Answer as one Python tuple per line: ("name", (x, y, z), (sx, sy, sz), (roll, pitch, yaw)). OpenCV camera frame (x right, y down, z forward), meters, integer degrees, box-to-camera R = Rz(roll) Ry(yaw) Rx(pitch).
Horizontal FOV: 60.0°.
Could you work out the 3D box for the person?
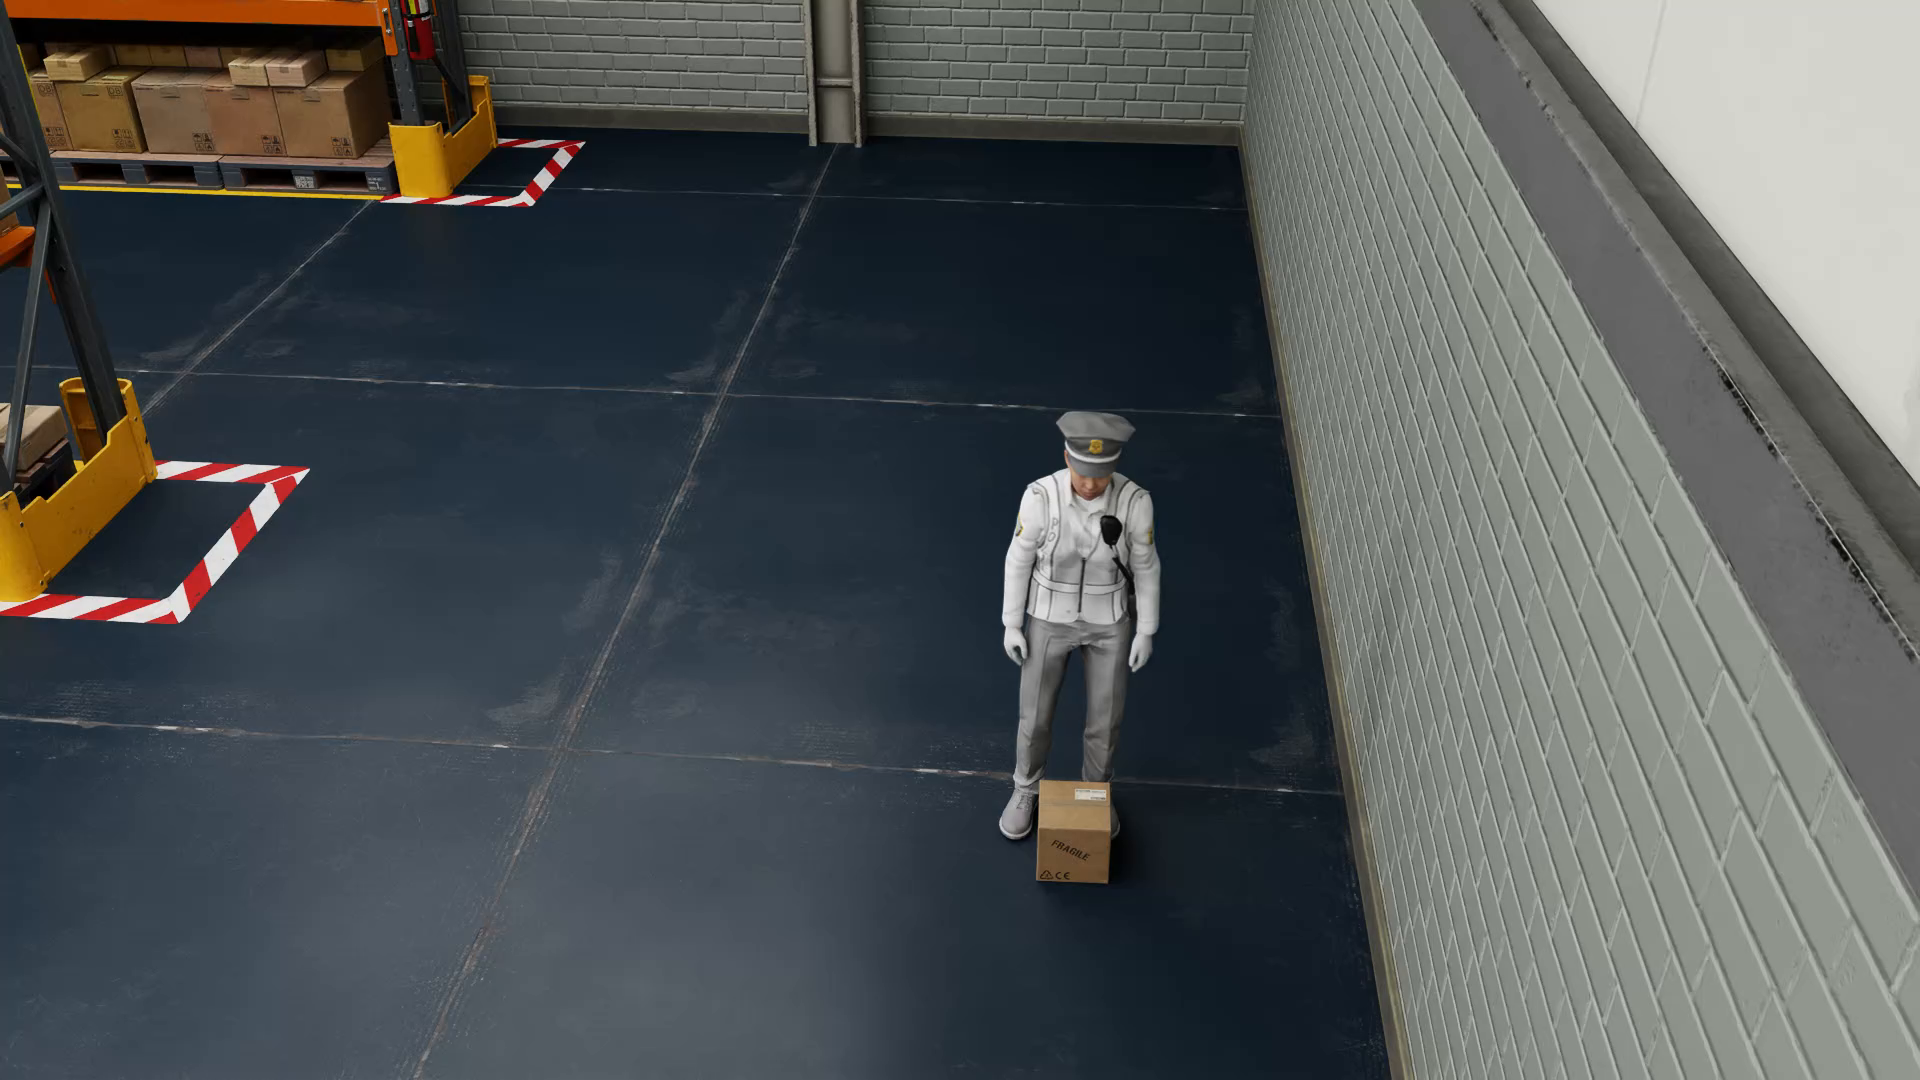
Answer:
("person", (0.408, 0.298, 5.658), (0.528, 1.664, 0.374), (3, 32, 4))
